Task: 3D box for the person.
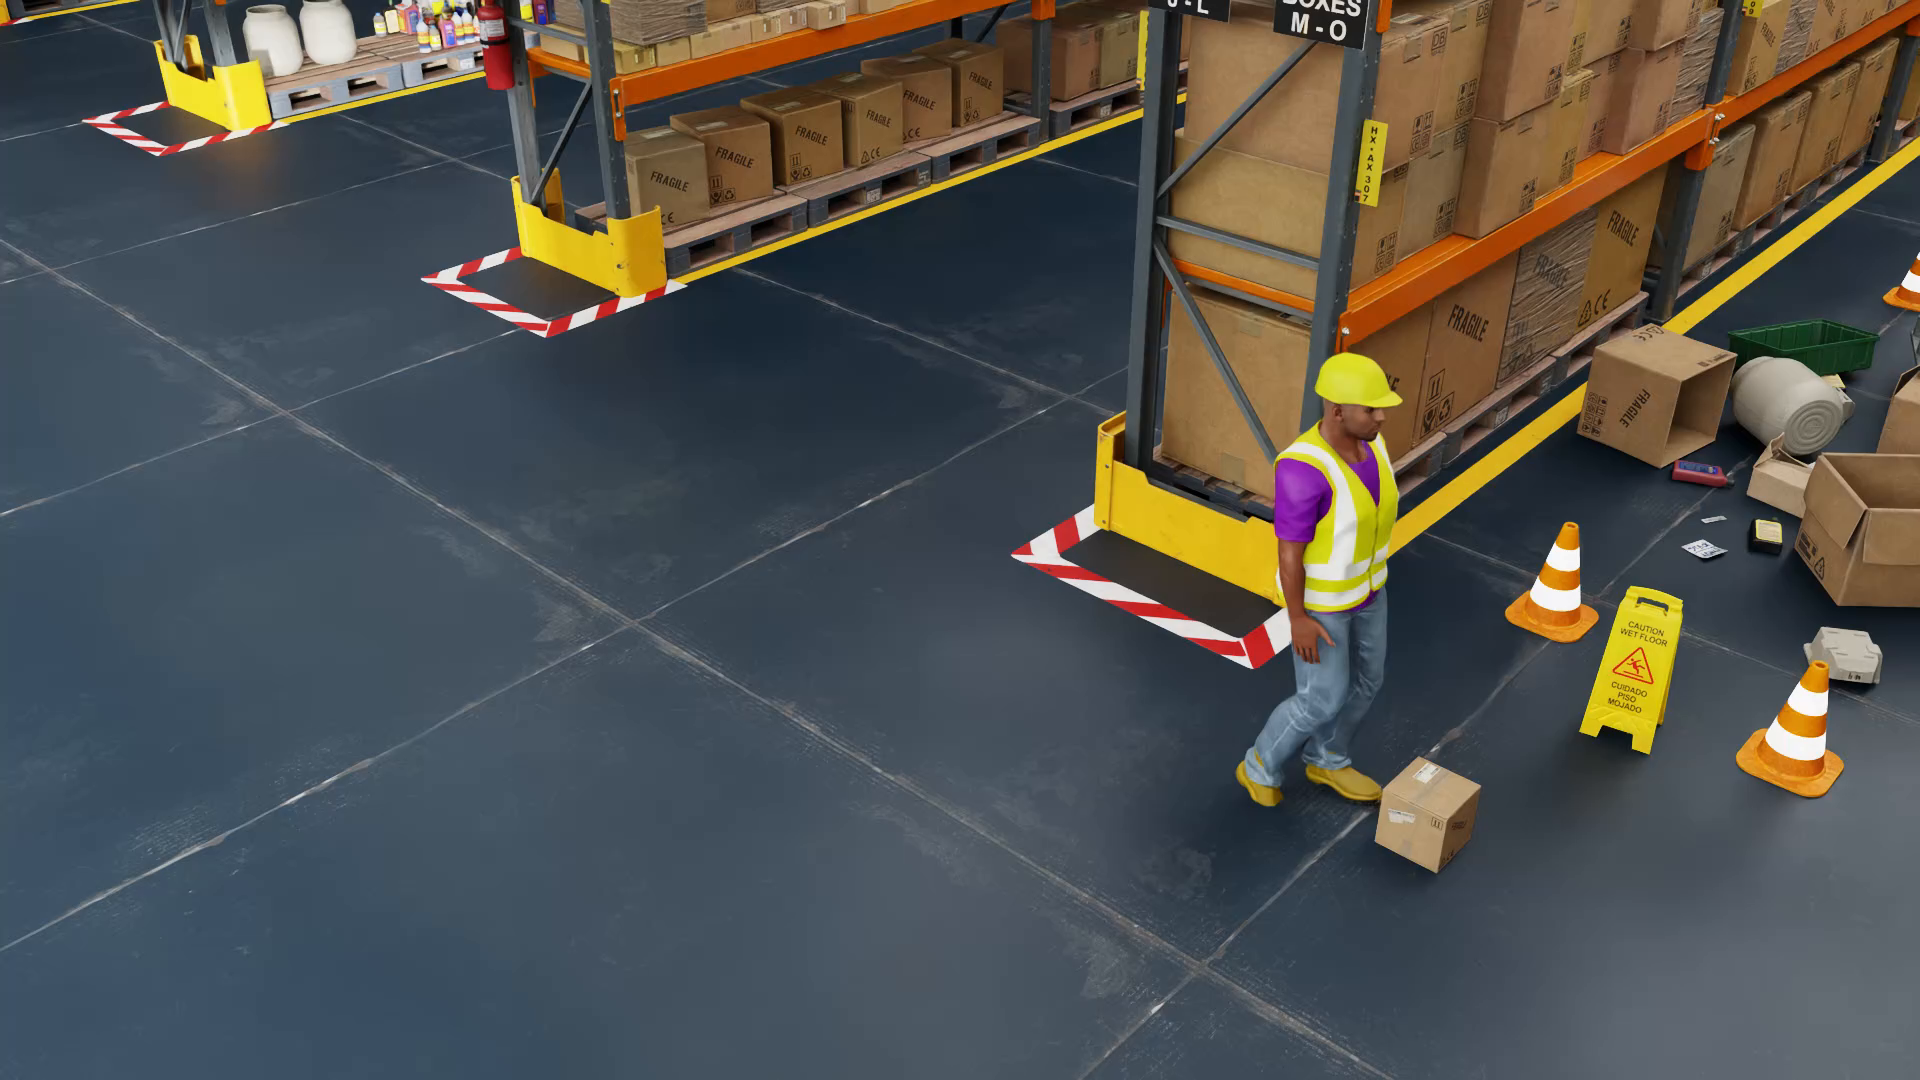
[{"bbox_3d":[1.339,0.212,5.847,0.469,1.818,0.570,26,40,36],"label":"person"}]
